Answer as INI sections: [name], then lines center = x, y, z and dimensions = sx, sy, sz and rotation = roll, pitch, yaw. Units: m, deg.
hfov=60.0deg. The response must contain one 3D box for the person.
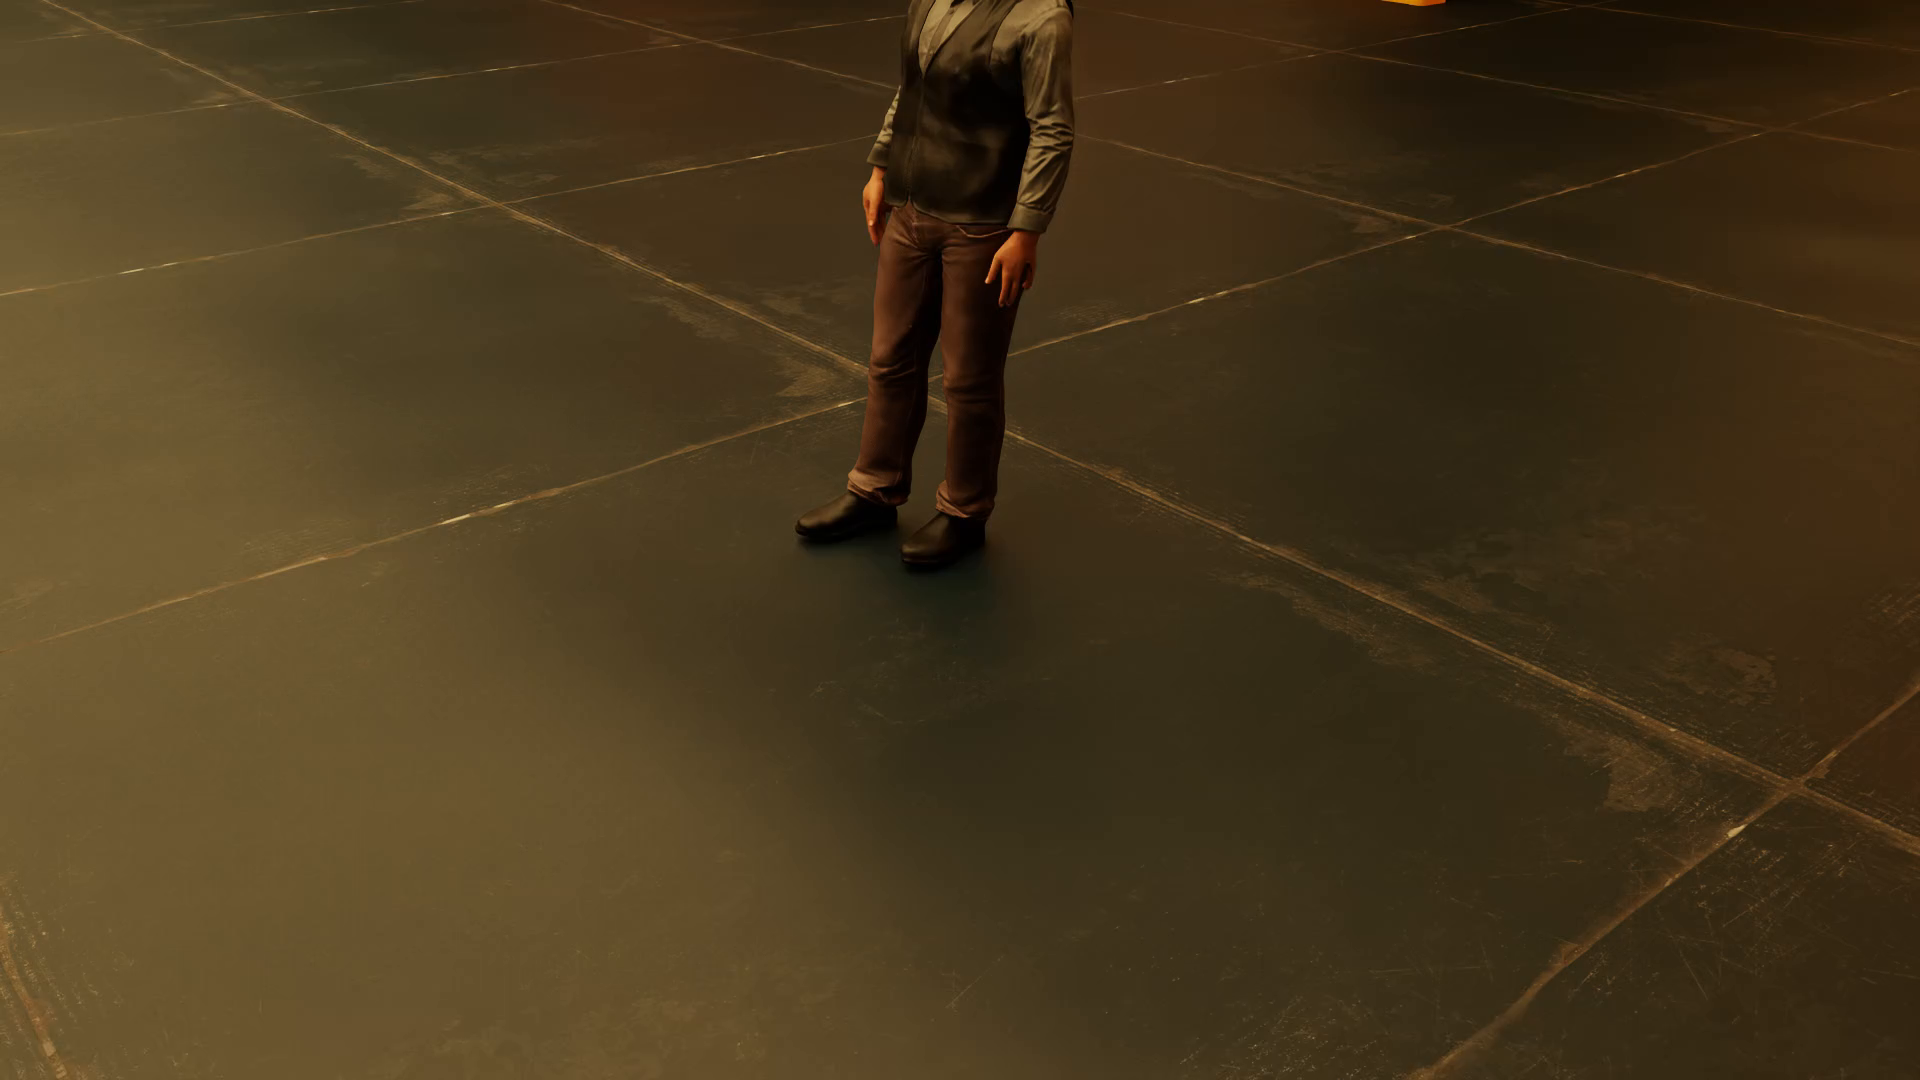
[person]
center = -0.053, -0.762, 4.084
dimensions = 0.566, 1.722, 0.633
rotation = -20, 33, -35
